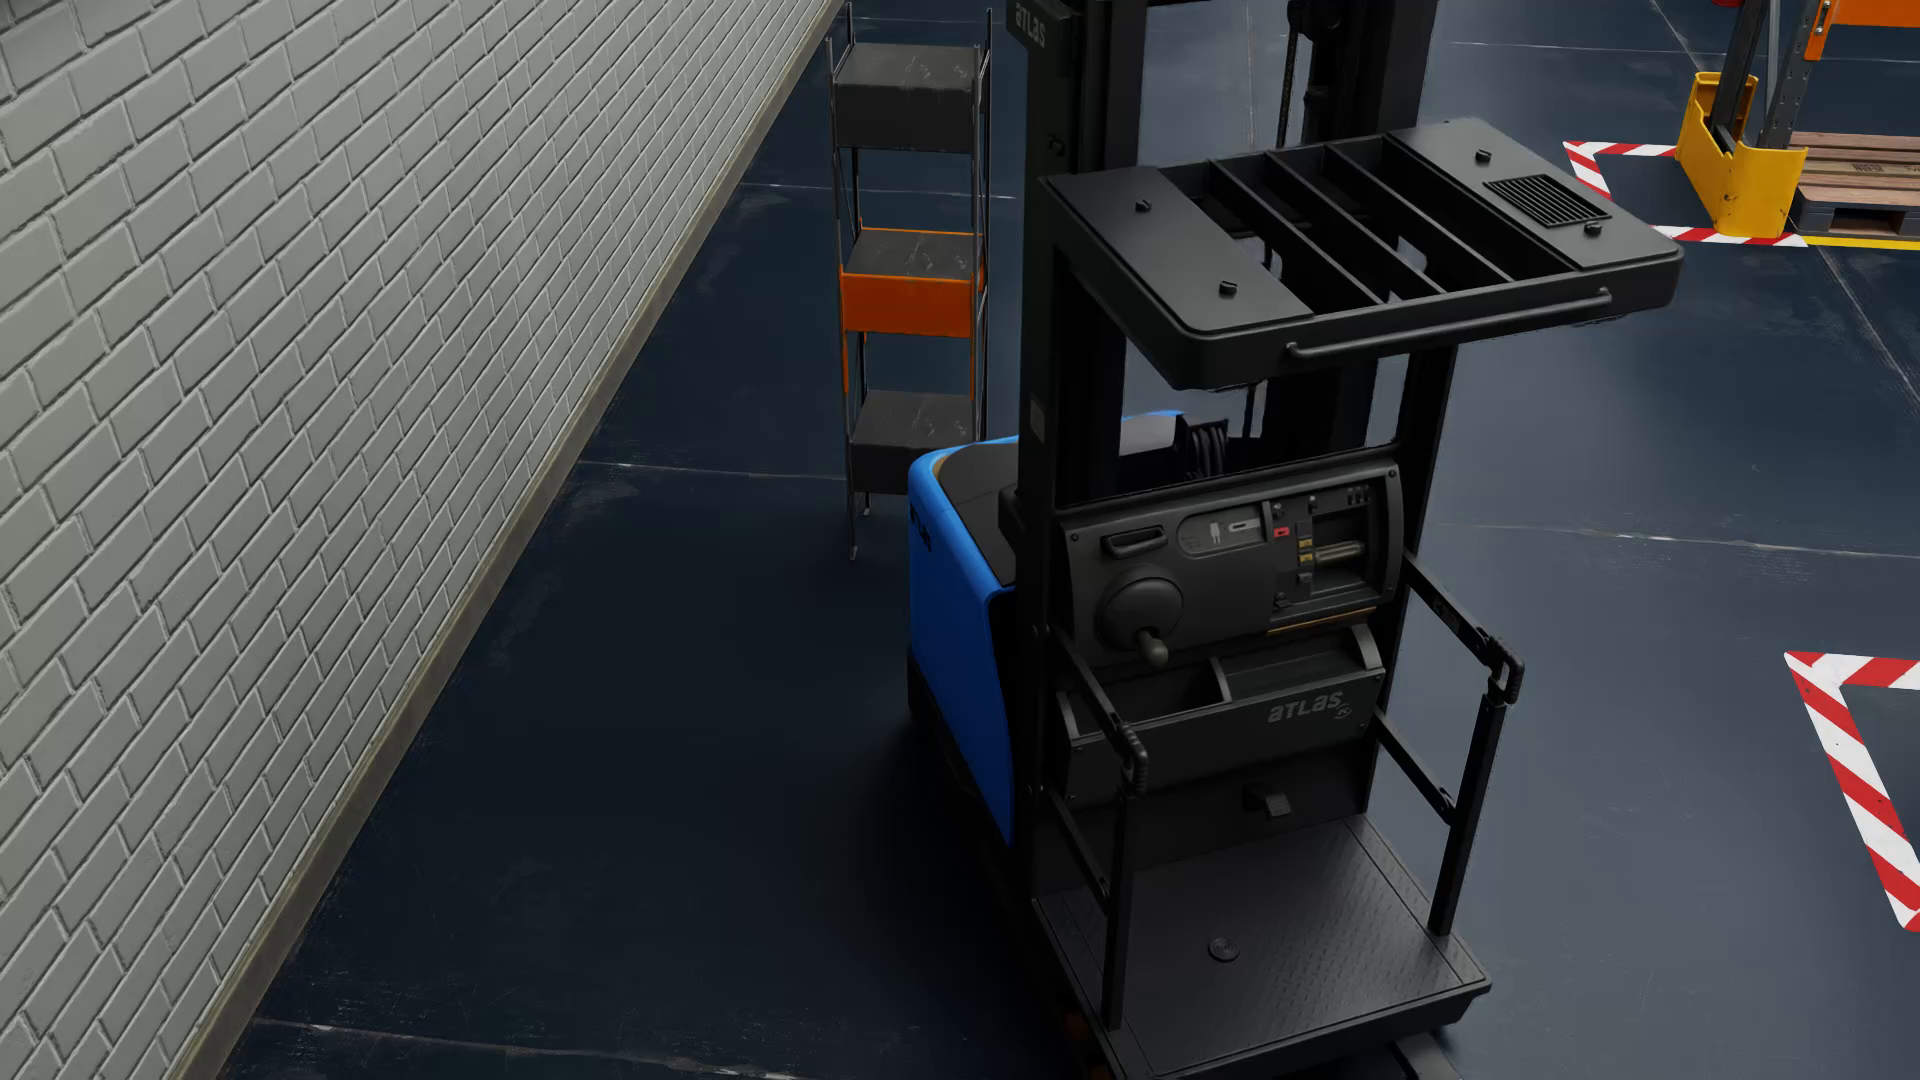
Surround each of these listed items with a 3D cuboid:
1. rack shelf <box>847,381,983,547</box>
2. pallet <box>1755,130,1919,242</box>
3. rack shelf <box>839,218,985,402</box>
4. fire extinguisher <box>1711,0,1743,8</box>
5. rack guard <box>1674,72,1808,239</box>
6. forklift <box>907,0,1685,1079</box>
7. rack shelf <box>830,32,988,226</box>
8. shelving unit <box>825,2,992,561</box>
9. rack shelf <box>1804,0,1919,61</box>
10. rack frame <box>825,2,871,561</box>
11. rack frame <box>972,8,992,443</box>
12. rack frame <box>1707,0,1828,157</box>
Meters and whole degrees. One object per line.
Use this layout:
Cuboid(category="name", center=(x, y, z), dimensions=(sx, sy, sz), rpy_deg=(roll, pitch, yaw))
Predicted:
Cuboid(category="rack shelf", center=(-0.164, -0.286, 6.572), dimensions=(0.480, 0.518, 0.431), rpy_deg=(4, 36, 6))
Cuboid(category="pallet", center=(5.224, -1.992, 9.359), dimensions=(1.213, 0.211, 1.003), rpy_deg=(4, 36, 6))
Cuboid(category="rack shelf", center=(-0.164, -0.856, 6.165), dimensions=(0.480, 0.518, 0.431), rpy_deg=(4, 36, 6))
Cuboid(category="fire extinguisher", center=(4.319, -3.300, 9.179), dimensions=(0.183, 0.674, 0.296), rpy_deg=(4, 36, 6))
Cuboid(category="rack guard", center=(4.385, -2.187, 9.384), dimensions=(0.348, 0.500, 1.175), rpy_deg=(4, 36, 6))
Cuboid(category="forklift", center=(0.775, 0.127, 4.049), dimensions=(1.130, 2.935, 3.031), rpy_deg=(-11, 37, -15))
Cuboid(category="rack shelf", center=(-0.164, -1.426, 5.758), dimensions=(0.480, 0.518, 0.431), rpy_deg=(4, 36, 6))
Cuboid(category="shelving unit", center=(-0.164, -0.867, 6.157), dimensions=(0.503, 2.100, 0.431), rpy_deg=(4, 36, 6))
Cuboid(category="rack shelf", center=(6.395, -2.770, 8.668), dimensions=(4.000, 0.370, 1.077), rpy_deg=(4, 36, 6))
Cuboid(category="rack frame", center=(-0.406, -0.885, 6.182), dimensions=(0.015, 2.100, 0.400), rpy_deg=(4, 36, 6))
Cuboid(category="rack frame", center=(0.078, -0.849, 6.132), dimensions=(0.015, 2.100, 0.400), rpy_deg=(4, 36, 6))
Cuboid(category="rack frame", center=(4.411, -3.210, 8.666), dimensions=(0.127, 3.000, 1.000), rpy_deg=(4, 36, 6))
